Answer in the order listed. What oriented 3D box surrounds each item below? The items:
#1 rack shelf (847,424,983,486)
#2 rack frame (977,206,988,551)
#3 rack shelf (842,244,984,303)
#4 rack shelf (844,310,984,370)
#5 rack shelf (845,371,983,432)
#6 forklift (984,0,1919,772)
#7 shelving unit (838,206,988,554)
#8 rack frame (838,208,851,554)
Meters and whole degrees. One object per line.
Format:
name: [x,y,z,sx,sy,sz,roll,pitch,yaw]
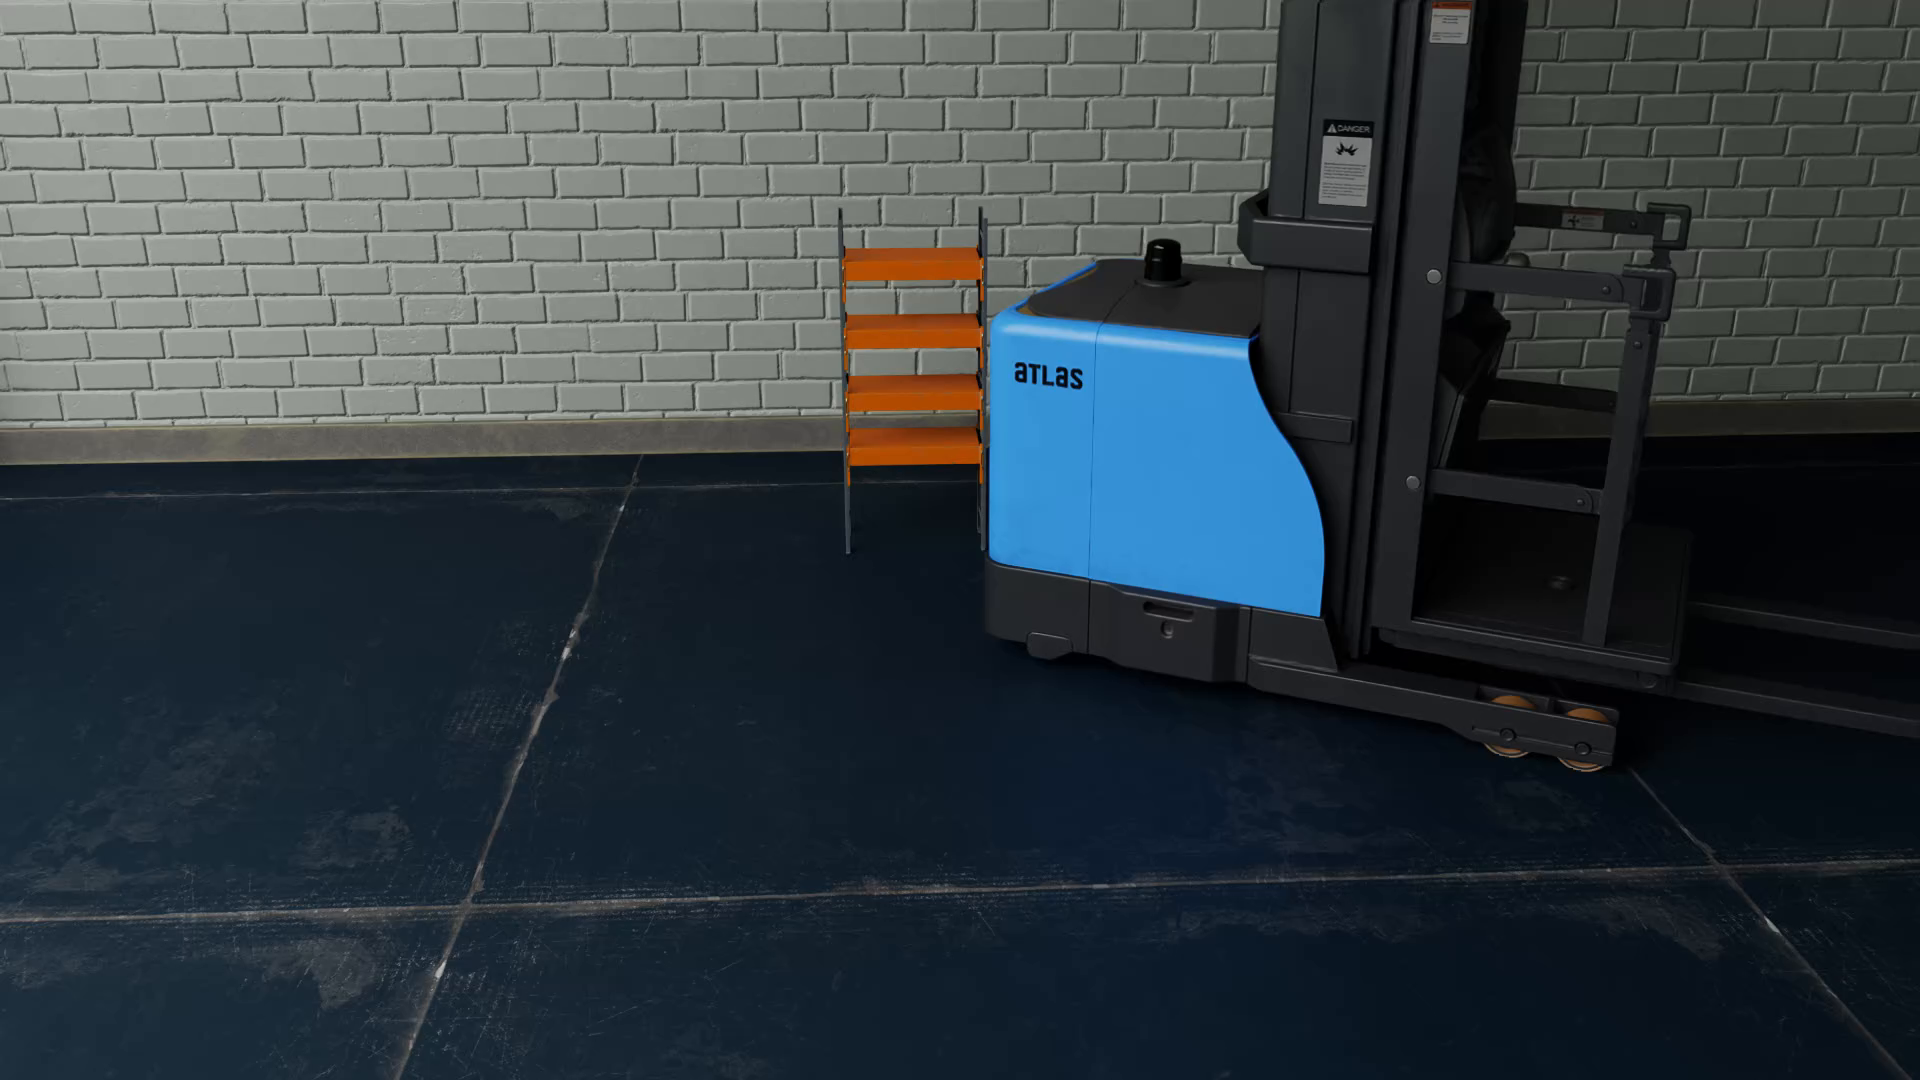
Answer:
rack shelf: [-0.165,-0.309,5.993,0.480,0.148,0.258,-1,21,-3]
rack frame: [0.078,-0.562,5.912,0.015,1.200,0.240,-1,21,-3]
rack shelf: [-0.165,-0.925,5.759,0.480,0.148,0.258,-1,21,-3]
rack shelf: [-0.165,-0.704,5.843,0.480,0.148,0.258,-1,21,-3]
rack shelf: [-0.165,-0.494,5.923,0.480,0.148,0.258,-1,21,-3]
forklift: [1.636,-0.960,4.524,3.031,2.935,1.130,9,23,23]
shelving unit: [-0.165,-0.557,5.899,0.503,1.200,0.258,-1,21,-3]
rack frame: [-0.409,-0.552,5.886,0.015,1.200,0.240,-1,21,-3]
